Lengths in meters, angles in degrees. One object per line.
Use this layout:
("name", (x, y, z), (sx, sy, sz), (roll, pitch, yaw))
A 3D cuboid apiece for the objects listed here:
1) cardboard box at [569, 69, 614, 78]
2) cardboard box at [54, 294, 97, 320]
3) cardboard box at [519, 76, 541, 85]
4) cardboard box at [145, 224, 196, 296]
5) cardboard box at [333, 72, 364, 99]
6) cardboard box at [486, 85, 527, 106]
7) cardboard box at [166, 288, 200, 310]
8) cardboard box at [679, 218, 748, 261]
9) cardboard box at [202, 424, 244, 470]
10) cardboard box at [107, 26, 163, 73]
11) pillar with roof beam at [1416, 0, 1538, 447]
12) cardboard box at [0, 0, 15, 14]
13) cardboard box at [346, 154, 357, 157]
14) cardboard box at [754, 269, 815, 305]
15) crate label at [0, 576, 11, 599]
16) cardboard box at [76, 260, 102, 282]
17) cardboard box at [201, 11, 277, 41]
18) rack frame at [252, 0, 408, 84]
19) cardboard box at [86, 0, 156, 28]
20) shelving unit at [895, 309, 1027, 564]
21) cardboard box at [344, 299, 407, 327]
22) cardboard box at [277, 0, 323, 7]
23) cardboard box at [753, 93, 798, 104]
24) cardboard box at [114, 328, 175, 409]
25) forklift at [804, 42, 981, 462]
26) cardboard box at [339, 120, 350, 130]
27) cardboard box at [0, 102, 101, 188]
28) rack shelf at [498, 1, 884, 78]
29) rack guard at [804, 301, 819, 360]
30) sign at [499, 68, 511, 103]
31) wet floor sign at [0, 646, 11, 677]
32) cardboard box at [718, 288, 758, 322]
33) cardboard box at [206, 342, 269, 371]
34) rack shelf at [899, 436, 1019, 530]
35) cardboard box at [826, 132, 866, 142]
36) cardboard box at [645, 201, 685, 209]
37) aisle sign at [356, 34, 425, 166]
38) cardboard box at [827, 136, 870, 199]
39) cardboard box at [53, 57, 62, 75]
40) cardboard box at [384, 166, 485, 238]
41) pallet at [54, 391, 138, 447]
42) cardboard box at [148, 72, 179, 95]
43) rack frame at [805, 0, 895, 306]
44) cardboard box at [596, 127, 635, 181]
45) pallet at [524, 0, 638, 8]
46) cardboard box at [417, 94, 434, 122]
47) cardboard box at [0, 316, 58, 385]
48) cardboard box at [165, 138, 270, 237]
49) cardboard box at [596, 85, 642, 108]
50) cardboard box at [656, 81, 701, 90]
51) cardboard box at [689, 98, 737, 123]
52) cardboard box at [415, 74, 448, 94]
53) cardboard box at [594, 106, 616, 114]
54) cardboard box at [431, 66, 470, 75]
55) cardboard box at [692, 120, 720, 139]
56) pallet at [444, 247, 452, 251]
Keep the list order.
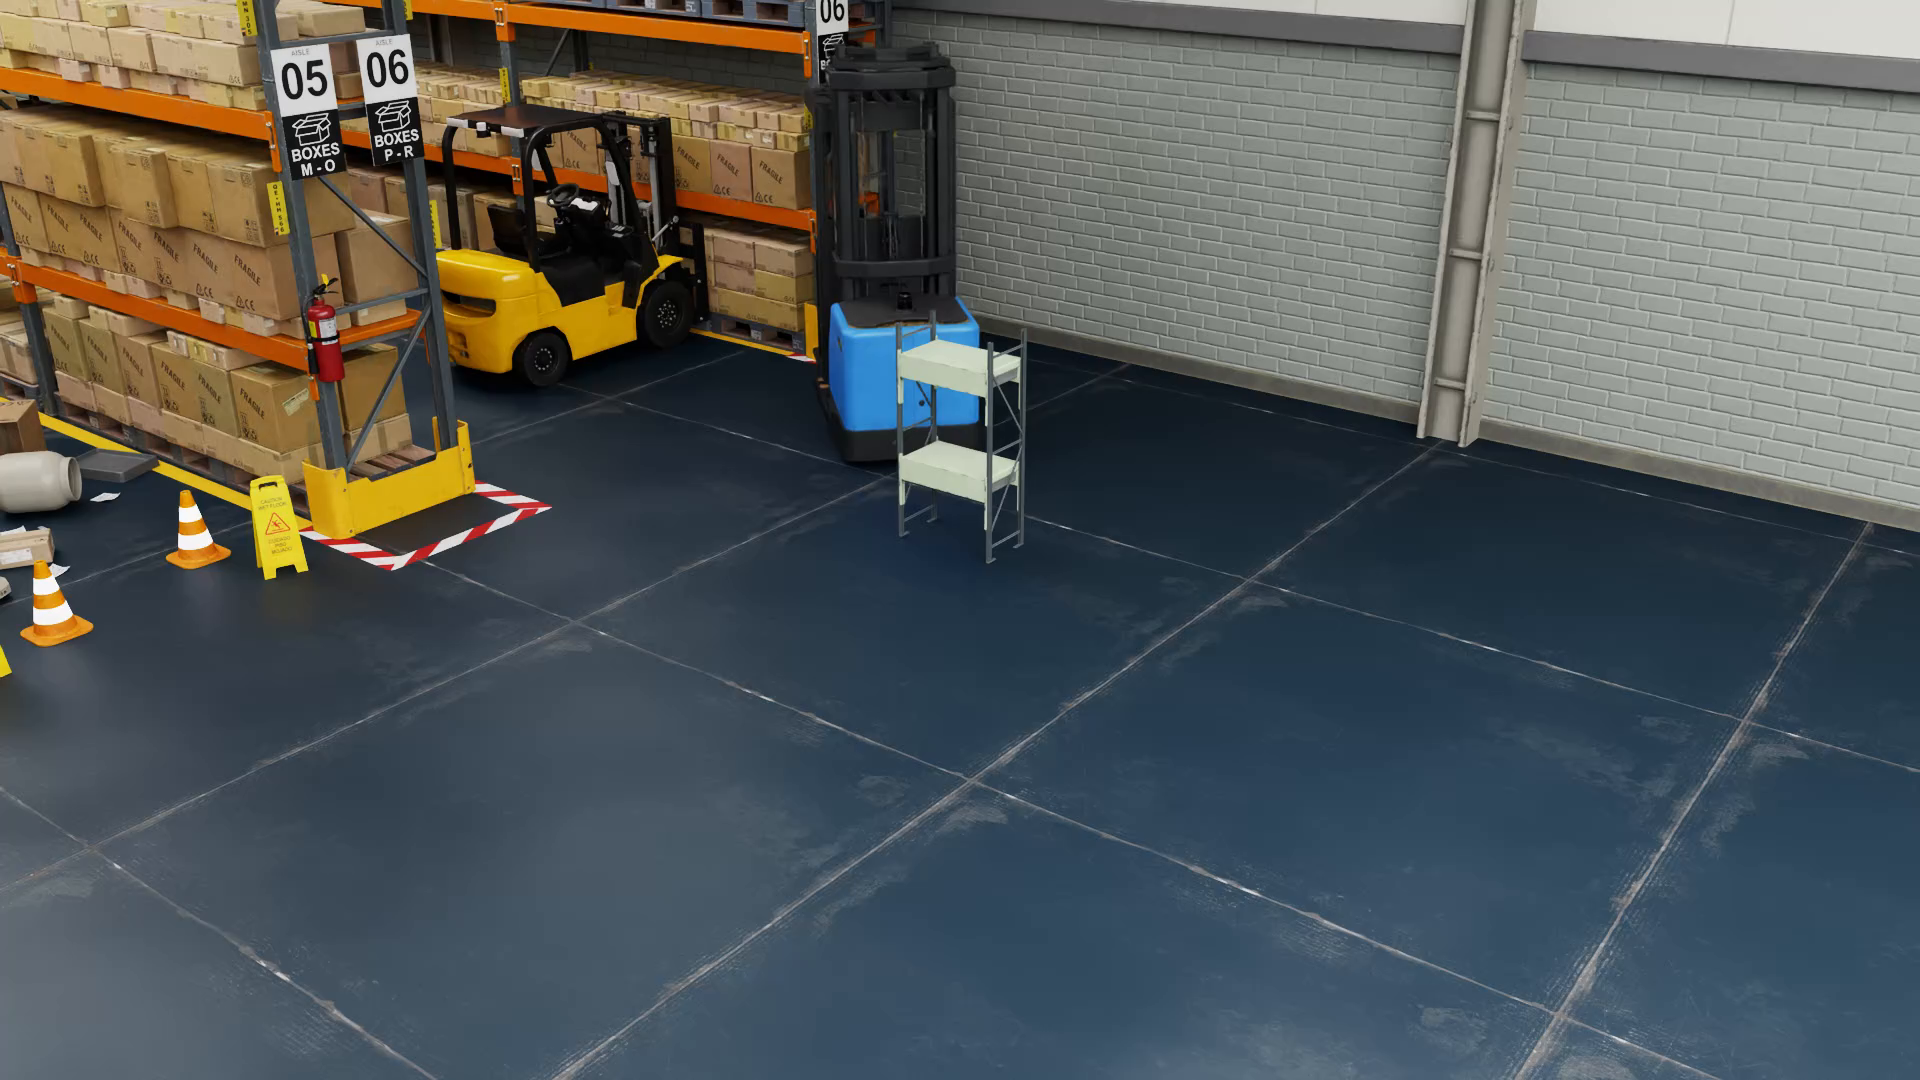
("cardboard box", (-3.708, -4.644, 16.772), (0.250, 0.149, 0.380), (17, 29, 33))
("cardboard box", (-6.745, -1.837, 12.854), (0.250, 0.149, 0.380), (17, 29, 34))
("cardboard box", (-4.481, -4.724, 17.322), (0.250, 0.149, 0.380), (16, 28, 32))
("cardboard box", (-5.314, -2.044, 11.677), (0.500, 0.500, 0.500), (17, 29, 33))
("cardboard box", (-3.989, -3.018, 10.971), (0.250, 0.149, 0.380), (17, 29, 33))
("cardboard box", (-4.551, -4.499, 16.811), (0.250, 0.149, 0.380), (18, 29, 35))
("cardboard box", (-5.411, -1.769, 11.855), (0.250, 0.149, 0.380), (16, 29, 33))
("cardboard box", (-2.322, -2.820, 15.580), (0.500, 0.250, 0.500), (17, 29, 34))
("cardboard box", (-5.136, -0.746, 12.112), (0.500, 0.250, 0.500), (17, 29, 33))
("cardboard box", (-5.309, -3.298, 11.112), (0.500, 0.250, 0.500), (18, 29, 35))
("pillar with roof beam", (1.258, -3.542, 8.129), (0.400, 9.000, 9.100), (17, 29, 33))
("cardboard box", (-6.631, -3.864, 11.901), (0.250, 0.149, 0.380), (16, 28, 32))
("cardboard box", (-7.515, -4.353, 19.989), (0.500, 0.500, 0.500), (18, 30, 35))
("cardboard box", (-1.521, -2.357, 15.149), (0.500, 0.250, 0.500), (16, 29, 33))
("crate label", (-6.096, 0.317, 10.360), (0.298, 0.136, 0.250), (3, 24, 6))
("cardboard box", (-6.418, -2.078, 12.558), (0.250, 0.149, 0.380), (18, 29, 35))
("cardboard box", (-4.549, -3.259, 10.529), (0.250, 0.149, 0.380), (17, 29, 34))
("rack frame", (-3.918, -4.321, 9.896), (0.127, 3.000, 1.000), (17, 29, 33))
("cardboard box", (-5.613, -3.545, 11.177), (0.250, 0.149, 0.380), (18, 29, 35))
("shelving unit", (0.005, -0.685, 10.944), (0.755, 1.500, 0.431), (17, 29, 33))
("cardboard box", (-4.066, -1.609, 11.494), (0.250, 0.149, 0.380), (17, 29, 33))
("cardboard box", (-4.454, -3.486, 11.044), (0.250, 0.149, 0.380), (17, 29, 33))
("cardboard box", (-1.683, -4.005, 15.321), (0.250, 0.149, 0.380), (17, 29, 34))
("cardboard box", (-5.959, -1.338, 12.527), (0.500, 0.500, 0.500), (19, 30, 36))
("forklift", (-0.621, -2.489, 13.264), (1.130, 2.935, 3.031), (-4, 24, -10))
("cardboard box", (-6.738, -4.734, 18.461), (0.500, 0.250, 0.500), (16, 28, 32))
("cardboard box", (-6.897, -3.006, 12.619), (0.500, 0.500, 0.700), (16, 29, 33))
("rack shelf", (-2.545, -4.705, 15.380), (4.000, 0.370, 1.077), (17, 29, 33))
("rack guard", (-0.925, -2.028, 15.233), (0.348, 0.500, 1.175), (17, 29, 33))
("sign", (-4.463, -4.461, 16.317), (0.005, 0.325, 0.100), (17, 29, 33))
("wet floor sign", (-5.595, 0.492, 9.334), (0.232, 0.644, 0.267), (12, 26, 24))
("cardboard box", (-1.902, -2.247, 15.518), (0.500, 0.250, 0.500), (17, 29, 33))
("cardboard box", (-5.050, -1.326, 11.694), (0.250, 0.149, 0.380), (18, 29, 35))
("rack shelf", (0.005, -0.386, 11.075), (0.720, 0.370, 0.431), (17, 29, 33))
("cardboard box", (-1.060, -3.686, 14.967), (0.250, 0.149, 0.380), (16, 28, 32))
("cardboard box", (-2.824, -3.236, 16.523), (0.500, 0.250, 0.500), (17, 29, 34))
("aisle sign", (-3.683, -2.850, 10.774), (0.004, 0.787, 0.394), (17, 29, 33))
("cardboard box", (-1.174, -3.433, 15.197), (0.500, 0.500, 0.500), (18, 29, 35))
("cardboard box", (-6.192, -3.399, 11.835), (0.250, 0.149, 0.380), (16, 28, 32))
("cardboard box", (-5.788, -3.744, 18.452), (0.625, 0.625, 0.875), (15, 28, 31))
("pallet", (-6.560, -1.116, 13.520), (1.213, 0.211, 1.003), (17, 29, 33))
("cardboard box", (-5.173, -3.082, 11.115), (0.250, 0.149, 0.380), (17, 29, 33))
("rack frame", (-0.944, -3.178, 14.742), (0.127, 3.000, 1.000), (17, 29, 33))
("cardboard box", (-3.114, -3.757, 15.932), (0.500, 0.500, 0.500), (16, 29, 33))
("pallet", (-3.447, -5.279, 15.901), (1.213, 0.211, 1.003), (17, 29, 33))
("cardboard box", (-5.513, -4.589, 17.511), (0.500, 0.250, 0.500), (17, 29, 34))
("cardboard box", (-7.540, -1.658, 14.032), (0.625, 0.372, 0.950), (17, 29, 34))
("cardboard box", (-4.858, -2.393, 11.227), (0.500, 0.500, 0.700), (17, 29, 34))
("cardboard box", (-3.227, -4.209, 15.784), (0.250, 0.149, 0.380), (16, 29, 32))
("cardboard box", (-2.703, -4.324, 16.046), (0.250, 0.149, 0.380), (16, 29, 33))
("cardboard box", (-2.228, -3.891, 15.063), (0.250, 0.149, 0.380), (18, 29, 35))
("cardboard box", (-5.592, -4.798, 17.491), (0.250, 0.149, 0.380), (17, 29, 34))
("cardboard box", (-3.252, -4.062, 15.821), (0.250, 0.149, 0.380), (16, 29, 33))
("cardboard box", (-5.490, -5.026, 18.007), (0.250, 0.149, 0.380), (17, 29, 34))
("cardboard box", (-2.216, -3.761, 15.138), (0.250, 0.149, 0.380), (16, 28, 32))
("pallet", (-4.758, -3.035, 17.875), (1.213, 0.211, 1.003), (17, 29, 33))
